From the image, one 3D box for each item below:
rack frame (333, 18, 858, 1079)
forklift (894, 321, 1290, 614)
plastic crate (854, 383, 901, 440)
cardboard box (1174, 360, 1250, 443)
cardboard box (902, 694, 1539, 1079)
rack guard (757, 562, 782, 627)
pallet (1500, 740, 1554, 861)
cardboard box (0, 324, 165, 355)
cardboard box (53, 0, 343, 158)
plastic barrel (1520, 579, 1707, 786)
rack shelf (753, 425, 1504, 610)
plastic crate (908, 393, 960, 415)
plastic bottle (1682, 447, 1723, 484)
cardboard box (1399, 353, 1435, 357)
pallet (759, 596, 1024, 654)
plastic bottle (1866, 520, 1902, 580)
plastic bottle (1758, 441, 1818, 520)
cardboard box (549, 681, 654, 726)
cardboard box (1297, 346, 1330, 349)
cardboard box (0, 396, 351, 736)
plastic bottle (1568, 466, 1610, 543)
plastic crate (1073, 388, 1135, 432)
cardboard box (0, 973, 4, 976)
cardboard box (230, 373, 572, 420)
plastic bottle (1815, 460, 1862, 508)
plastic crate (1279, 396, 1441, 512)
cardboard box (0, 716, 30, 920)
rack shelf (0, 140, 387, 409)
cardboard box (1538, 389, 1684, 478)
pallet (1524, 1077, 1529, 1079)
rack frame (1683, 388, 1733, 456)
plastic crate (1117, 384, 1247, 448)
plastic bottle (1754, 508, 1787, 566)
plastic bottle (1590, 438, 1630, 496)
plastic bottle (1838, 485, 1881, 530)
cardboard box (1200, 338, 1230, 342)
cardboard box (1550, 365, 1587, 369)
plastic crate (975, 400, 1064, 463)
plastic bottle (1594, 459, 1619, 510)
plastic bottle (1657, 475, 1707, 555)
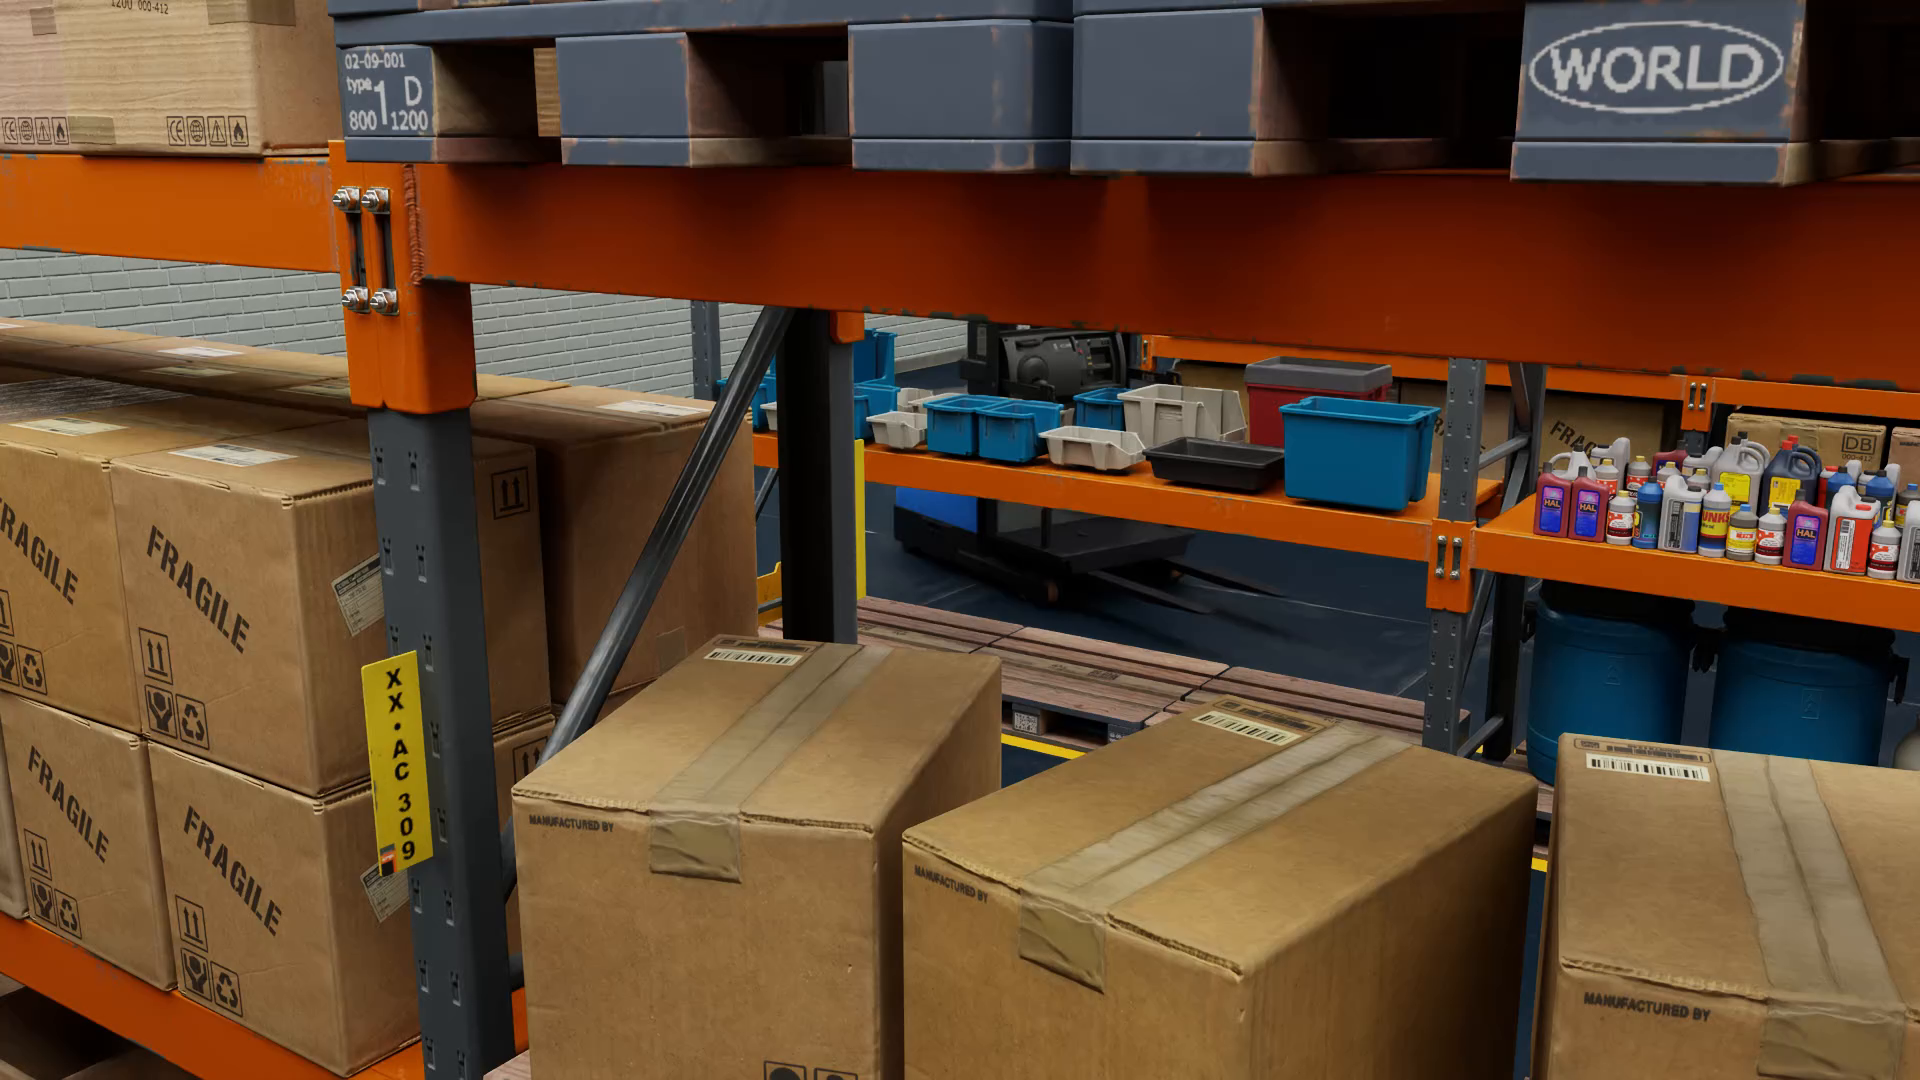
[{"bbox_3d":[-0.528,0.640,2.994,0.127,3.000,1.000,9,17,33],"label":"rack frame"},{"bbox_3d":[0.784,-1.145,10.348,1.130,2.935,3.031,-9,17,-33],"label":"forklift"},{"bbox_3d":[-0.512,-0.644,8.406,0.300,0.233,0.416,9,17,33],"label":"plastic crate"},{"bbox_3d":[2.261,-0.973,13.060,0.875,0.875,0.875,9,17,33],"label":"cardboard box"},{"bbox_3d":[0.346,0.576,2.173,0.500,0.500,0.700,13,19,42],"label":"cardboard box"},{"bbox_3d":[-1.106,0.330,9.451,0.348,0.500,1.175,9,17,33],"label":"rack guard"},{"bbox_3d":[2.857,1.119,6.865,1.213,0.211,1.003,9,17,33],"label":"pallet"},{"bbox_3d":[-2.472,-0.289,4.459,0.500,0.500,0.500,10,17,34],"label":"cardboard box"},{"bbox_3d":[-1.080,-0.755,2.700,0.500,0.250,0.500,9,17,33],"label":"cardboard box"},{"bbox_3d":[2.682,0.544,6.875,0.708,0.901,0.600,9,17,33],"label":"plastic barrel"},{"bbox_3d":[0.580,-0.266,8.151,4.000,0.370,1.077,9,17,33],"label":"rack shelf"},{"bbox_3d":[-0.069,-0.669,8.708,0.243,0.136,0.396,9,17,33],"label":"plastic crate"},{"bbox_3d":[3.050,-0.249,6.845,0.135,0.276,0.152,9,17,33],"label":"plastic bottle"},{"bbox_3d":[3.291,-1.395,11.737,0.250,0.149,0.380,10,17,34],"label":"cardboard box"},{"bbox_3d":[-0.417,0.589,9.005,1.213,0.211,1.003,9,17,33],"label":"pallet"},{"bbox_3d":[3.261,0.033,5.861,0.097,0.201,0.097,0,14,0],"label":"plastic bottle"},{"bbox_3d":[3.258,-0.211,6.537,0.185,0.351,0.144,9,17,33],"label":"plastic bottle"},{"bbox_3d":[-0.799,0.469,3.477,0.500,0.500,0.500,10,17,34],"label":"cardboard box"},{"bbox_3d":[2.649,-1.498,12.155,0.250,0.149,0.380,9,16,32],"label":"cardboard box"},{"bbox_3d":[-1.518,0.022,3.202,0.500,0.500,0.500,9,16,32],"label":"cardboard box"},{"bbox_3d":[2.417,-0.138,6.381,0.133,0.283,0.061,9,17,33],"label":"plastic bottle"},{"bbox_3d":[0.768,-0.607,8.255,0.300,0.233,0.416,9,17,33],"label":"plastic crate"},{"bbox_3d":[-2.972,1.362,5.060,0.250,0.166,0.380,9,17,33],"label":"cardboard box"},{"bbox_3d":[-1.190,-0.082,3.623,0.500,0.500,0.500,9,16,31],"label":"cardboard box"},{"bbox_3d":[3.469,-0.181,6.572,0.135,0.276,0.152,9,17,33],"label":"plastic bottle"},{"bbox_3d":[1.662,-0.363,6.954,0.575,0.384,0.392,9,17,33],"label":"plastic crate"},{"bbox_3d":[-1.942,0.439,3.600,0.500,0.500,0.500,10,17,34],"label":"cardboard box"},{"bbox_3d":[-2.187,-0.735,3.803,4.000,0.370,1.077,9,17,33],"label":"rack shelf"},{"bbox_3d":[4.501,-0.611,11.598,0.875,0.875,0.875,9,17,33],"label":"cardboard box"},{"bbox_3d":[1.175,1.010,1.900,1.213,0.211,1.003,9,17,33],"label":"pallet"},{"bbox_3d":[5.004,-1.334,10.971,0.127,3.000,1.000,9,17,33],"label":"rack frame"},{"bbox_3d":[1.076,-0.560,7.964,0.530,0.282,0.437,9,17,33],"label":"plastic crate"},{"bbox_3d":[2.957,-0.016,6.059,0.097,0.201,0.097,0,14,0],"label":"plastic bottle"},{"bbox_3d":[2.747,-0.298,7.043,0.135,0.276,0.152,9,17,33],"label":"plastic bottle"},{"bbox_3d":[3.264,-0.055,6.060,0.135,0.276,0.152,9,17,33],"label":"plastic bottle"},{"bbox_3d":[2.009,-1.601,12.572,0.250,0.149,0.380,9,16,32],"label":"cardboard box"},{"bbox_3d":[4.142,-1.257,11.181,0.250,0.149,0.380,9,16,32],"label":"cardboard box"},{"bbox_3d":[0.283,-0.515,7.887,0.300,0.233,0.416,9,17,33],"label":"plastic crate"},{"bbox_3d":[2.693,-0.235,6.942,0.097,0.201,0.097,0,14,0],"label":"plastic bottle"},{"bbox_3d":[2.715,-0.099,6.240,0.135,0.276,0.152,9,17,33],"label":"plastic bottle"}]
